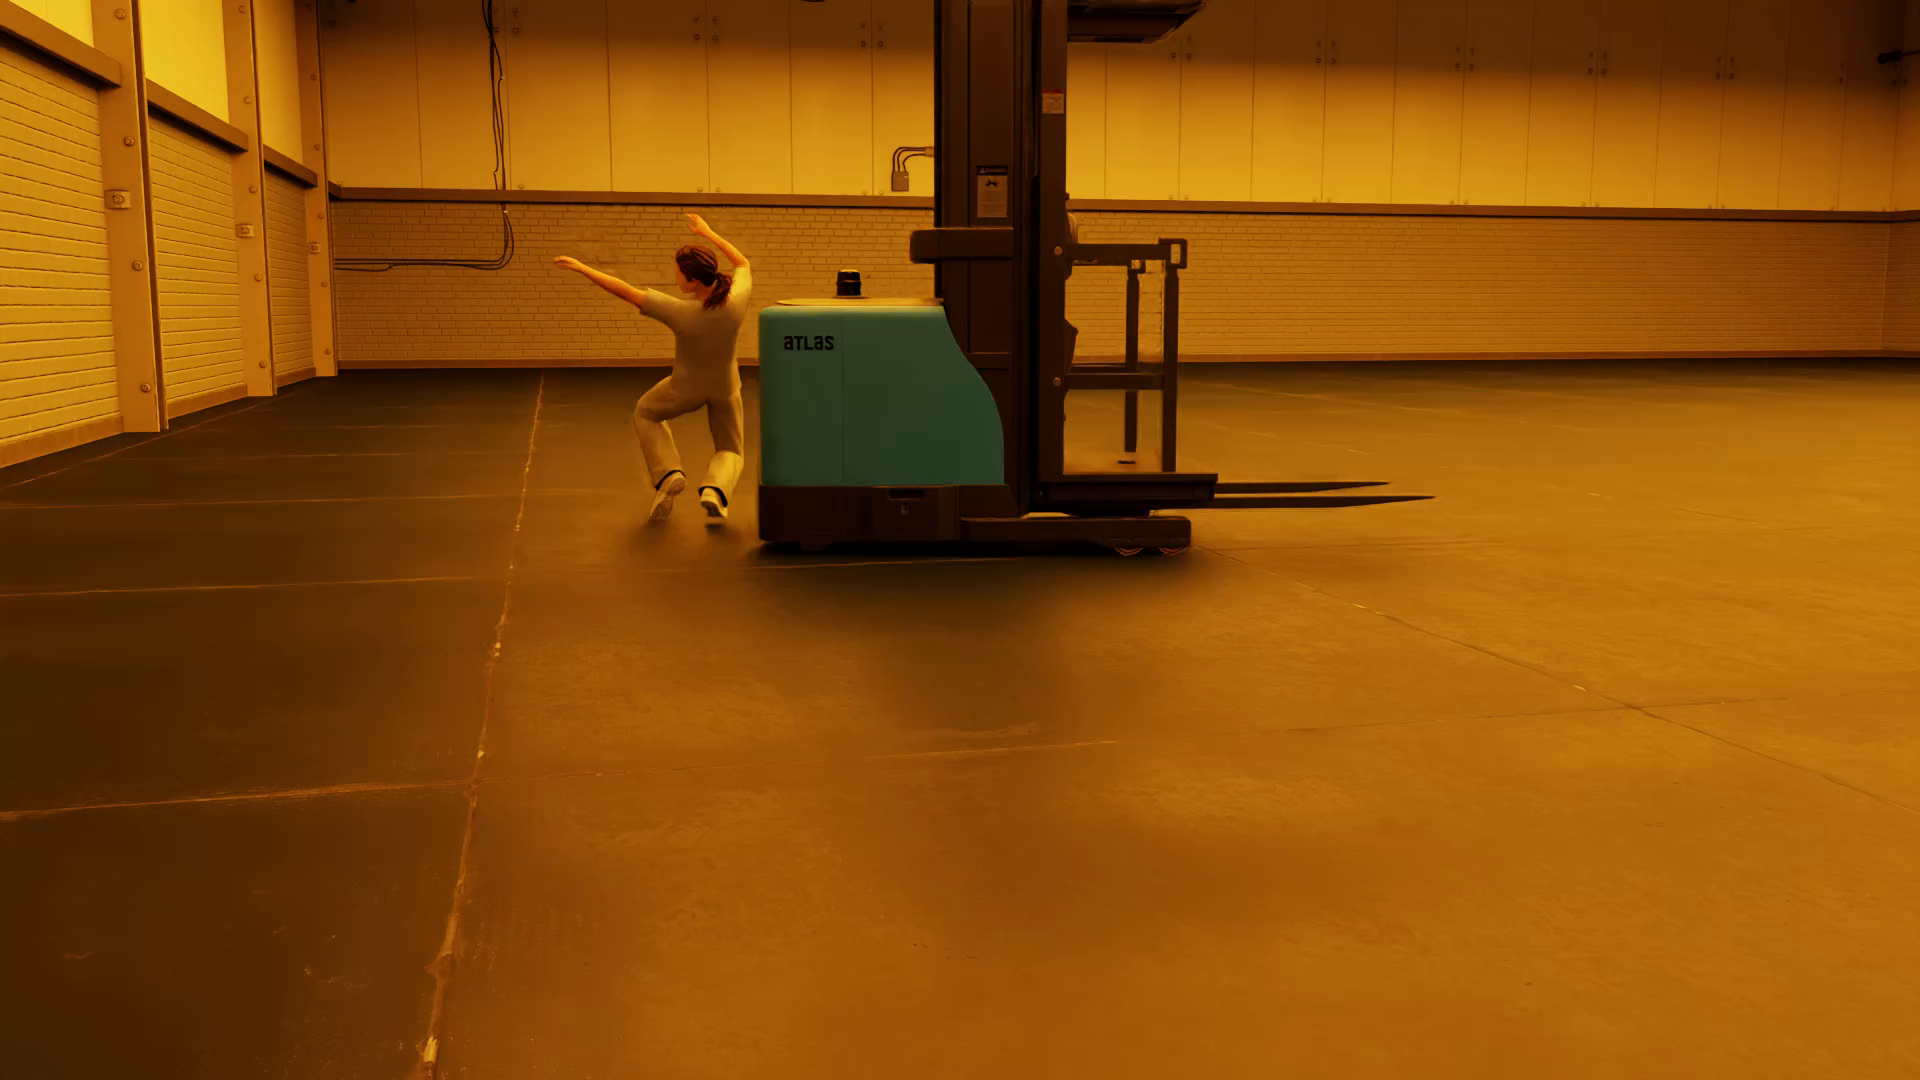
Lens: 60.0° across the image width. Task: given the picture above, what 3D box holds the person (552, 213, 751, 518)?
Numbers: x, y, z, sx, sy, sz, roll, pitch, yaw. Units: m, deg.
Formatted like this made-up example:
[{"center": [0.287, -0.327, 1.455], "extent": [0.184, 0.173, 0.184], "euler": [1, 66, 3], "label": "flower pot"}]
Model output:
[{"center": [-1.529, -0.853, 8.308], "extent": [0.980, 1.555, 0.802], "euler": [-3, 8, -17], "label": "person"}]

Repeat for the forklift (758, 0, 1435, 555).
[{"center": [0.609, -1.458, 7.548], "extent": [3.031, 2.935, 1.130], "euler": [-1, 8, -4], "label": "forklift"}]
